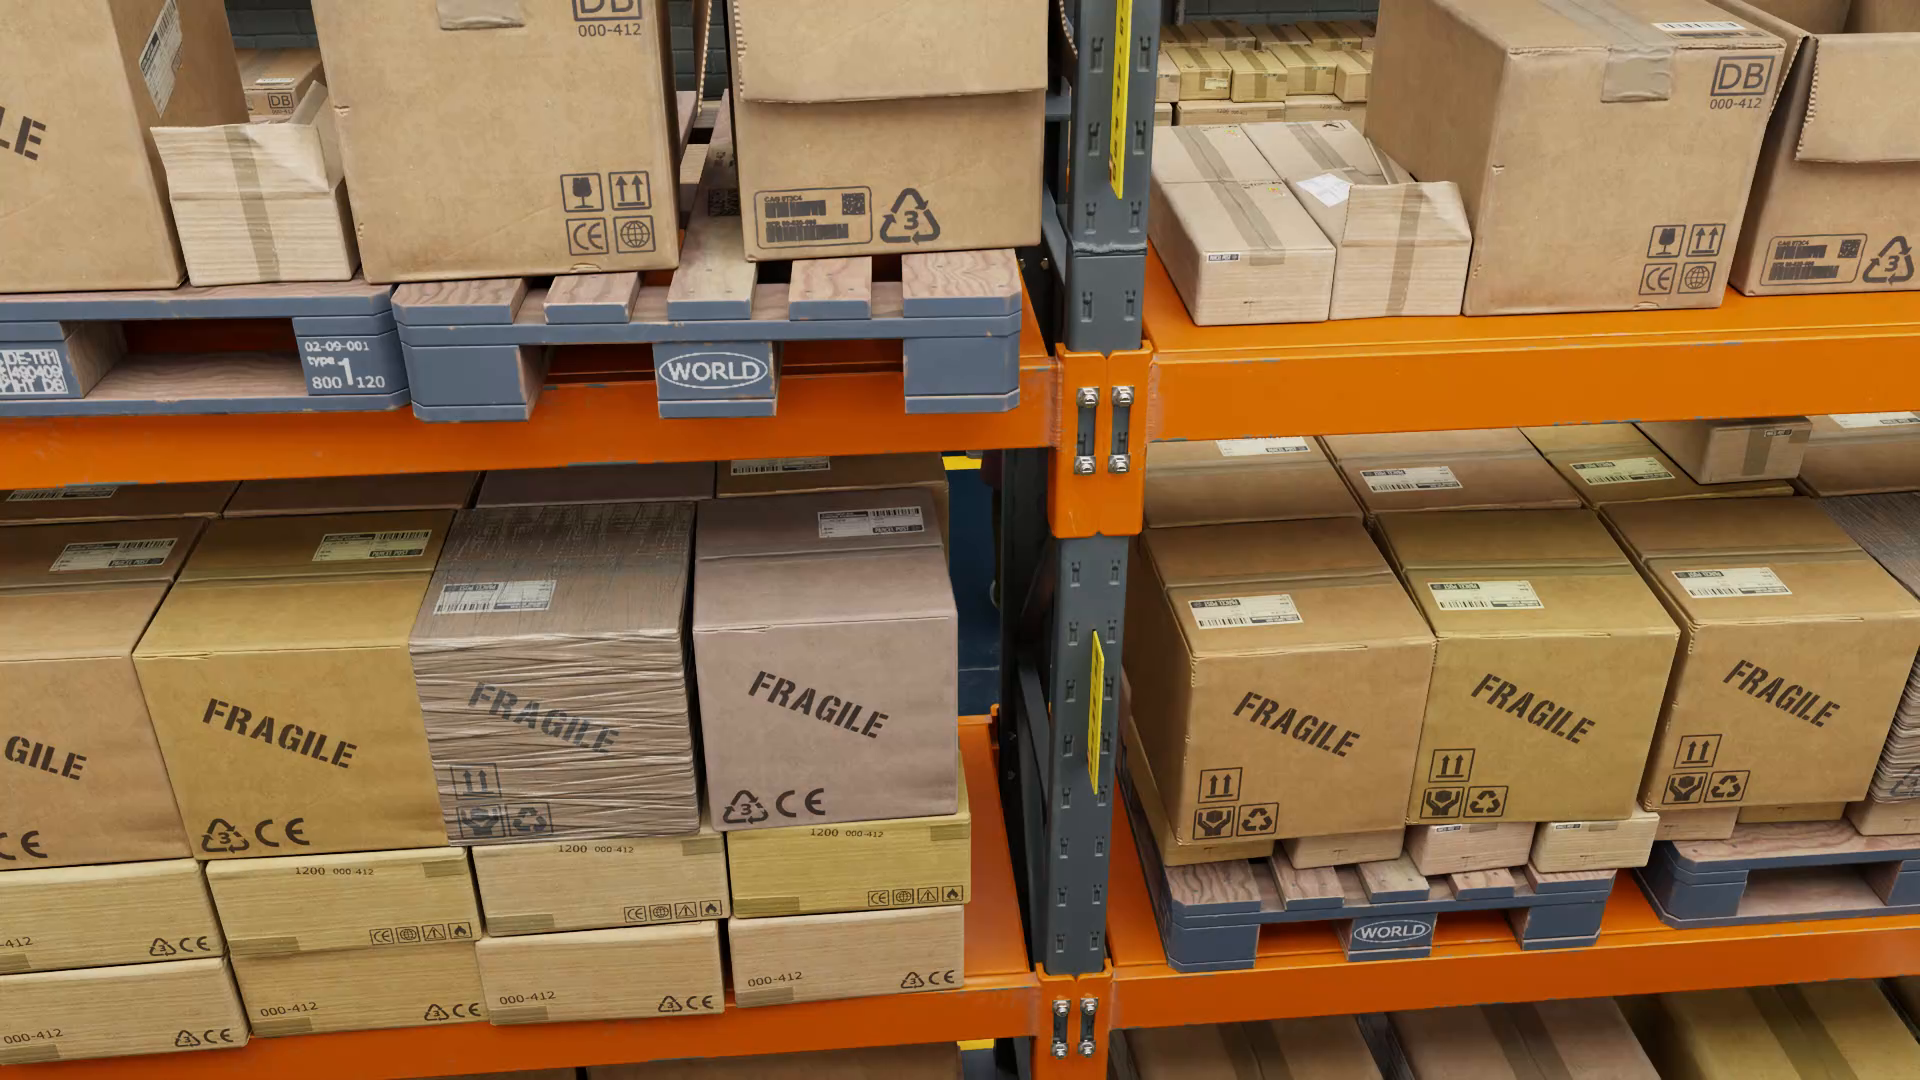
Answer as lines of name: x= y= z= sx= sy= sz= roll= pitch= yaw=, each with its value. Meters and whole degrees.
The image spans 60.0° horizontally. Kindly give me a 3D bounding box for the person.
person: x=0.320 y=-0.490 z=6.977 sx=0.530 sy=1.769 sz=0.562 roll=-3 pitch=31 yaw=-4
